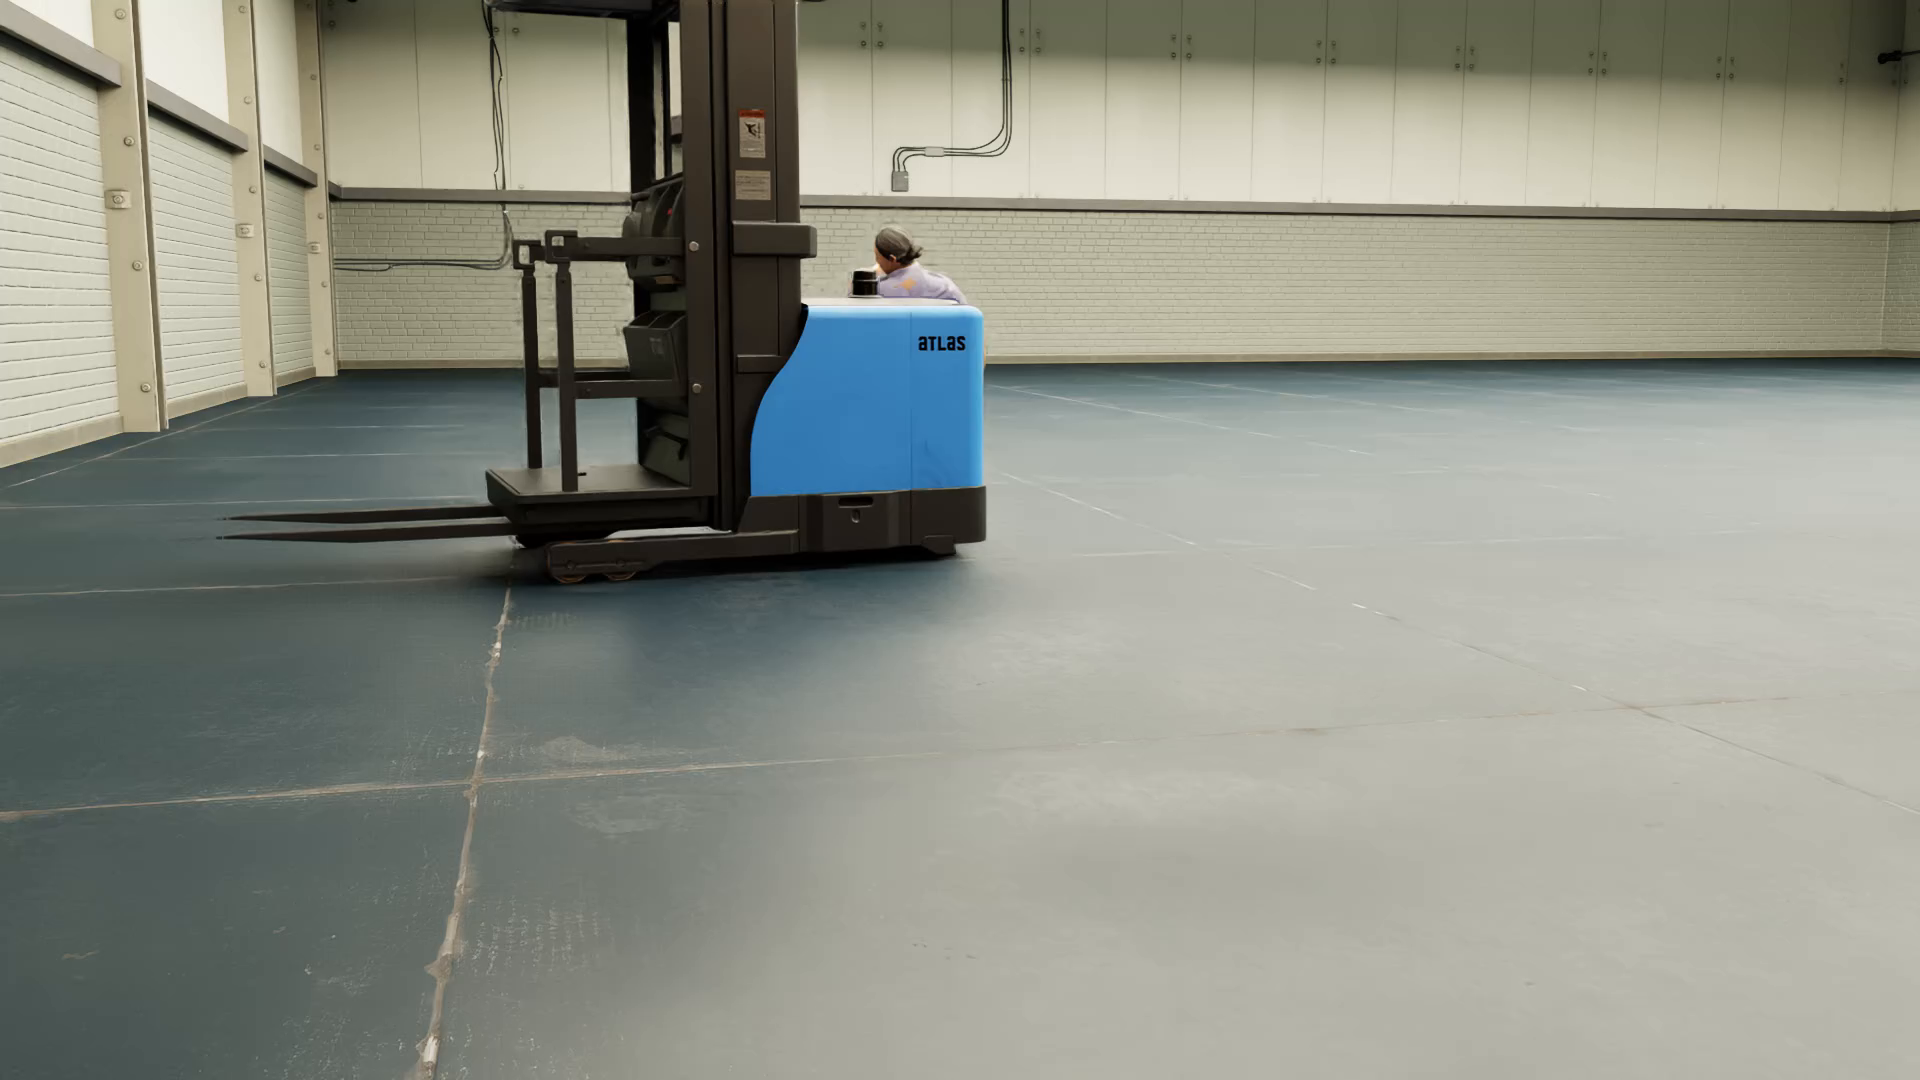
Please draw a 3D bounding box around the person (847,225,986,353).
[{"bbox_3d":[-0.214,-0.837,8.313,0.900,1.424,0.773,-5,10,-33],"label":"person"}]

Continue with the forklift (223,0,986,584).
[{"bbox_3d":[-1.456,-1.363,6.870,3.031,2.935,1.130,-3,9,-22],"label":"forklift"}]
